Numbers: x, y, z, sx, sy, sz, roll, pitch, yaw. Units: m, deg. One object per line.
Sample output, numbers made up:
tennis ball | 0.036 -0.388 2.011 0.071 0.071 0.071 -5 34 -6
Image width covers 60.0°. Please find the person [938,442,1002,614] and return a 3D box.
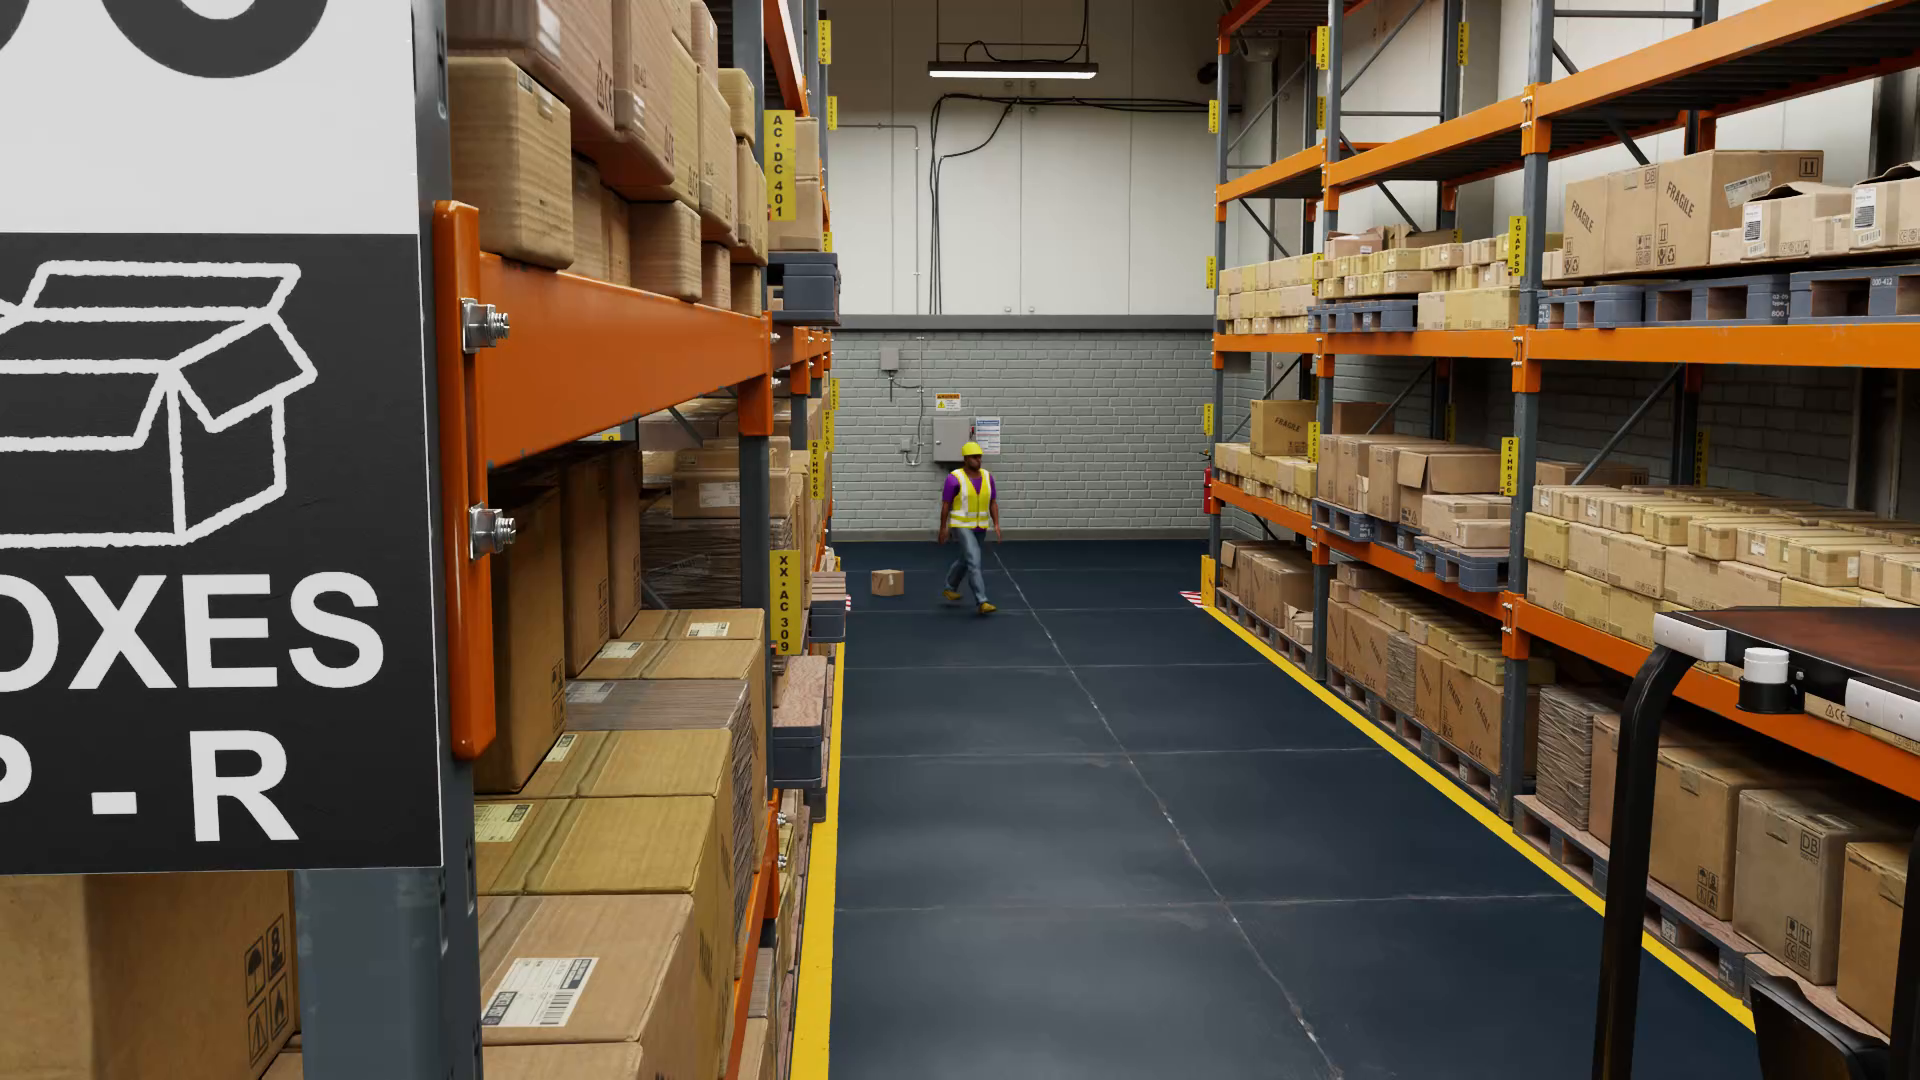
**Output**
person | 0.115 -0.135 16.882 0.582 1.719 1.079 -5 8 -36
